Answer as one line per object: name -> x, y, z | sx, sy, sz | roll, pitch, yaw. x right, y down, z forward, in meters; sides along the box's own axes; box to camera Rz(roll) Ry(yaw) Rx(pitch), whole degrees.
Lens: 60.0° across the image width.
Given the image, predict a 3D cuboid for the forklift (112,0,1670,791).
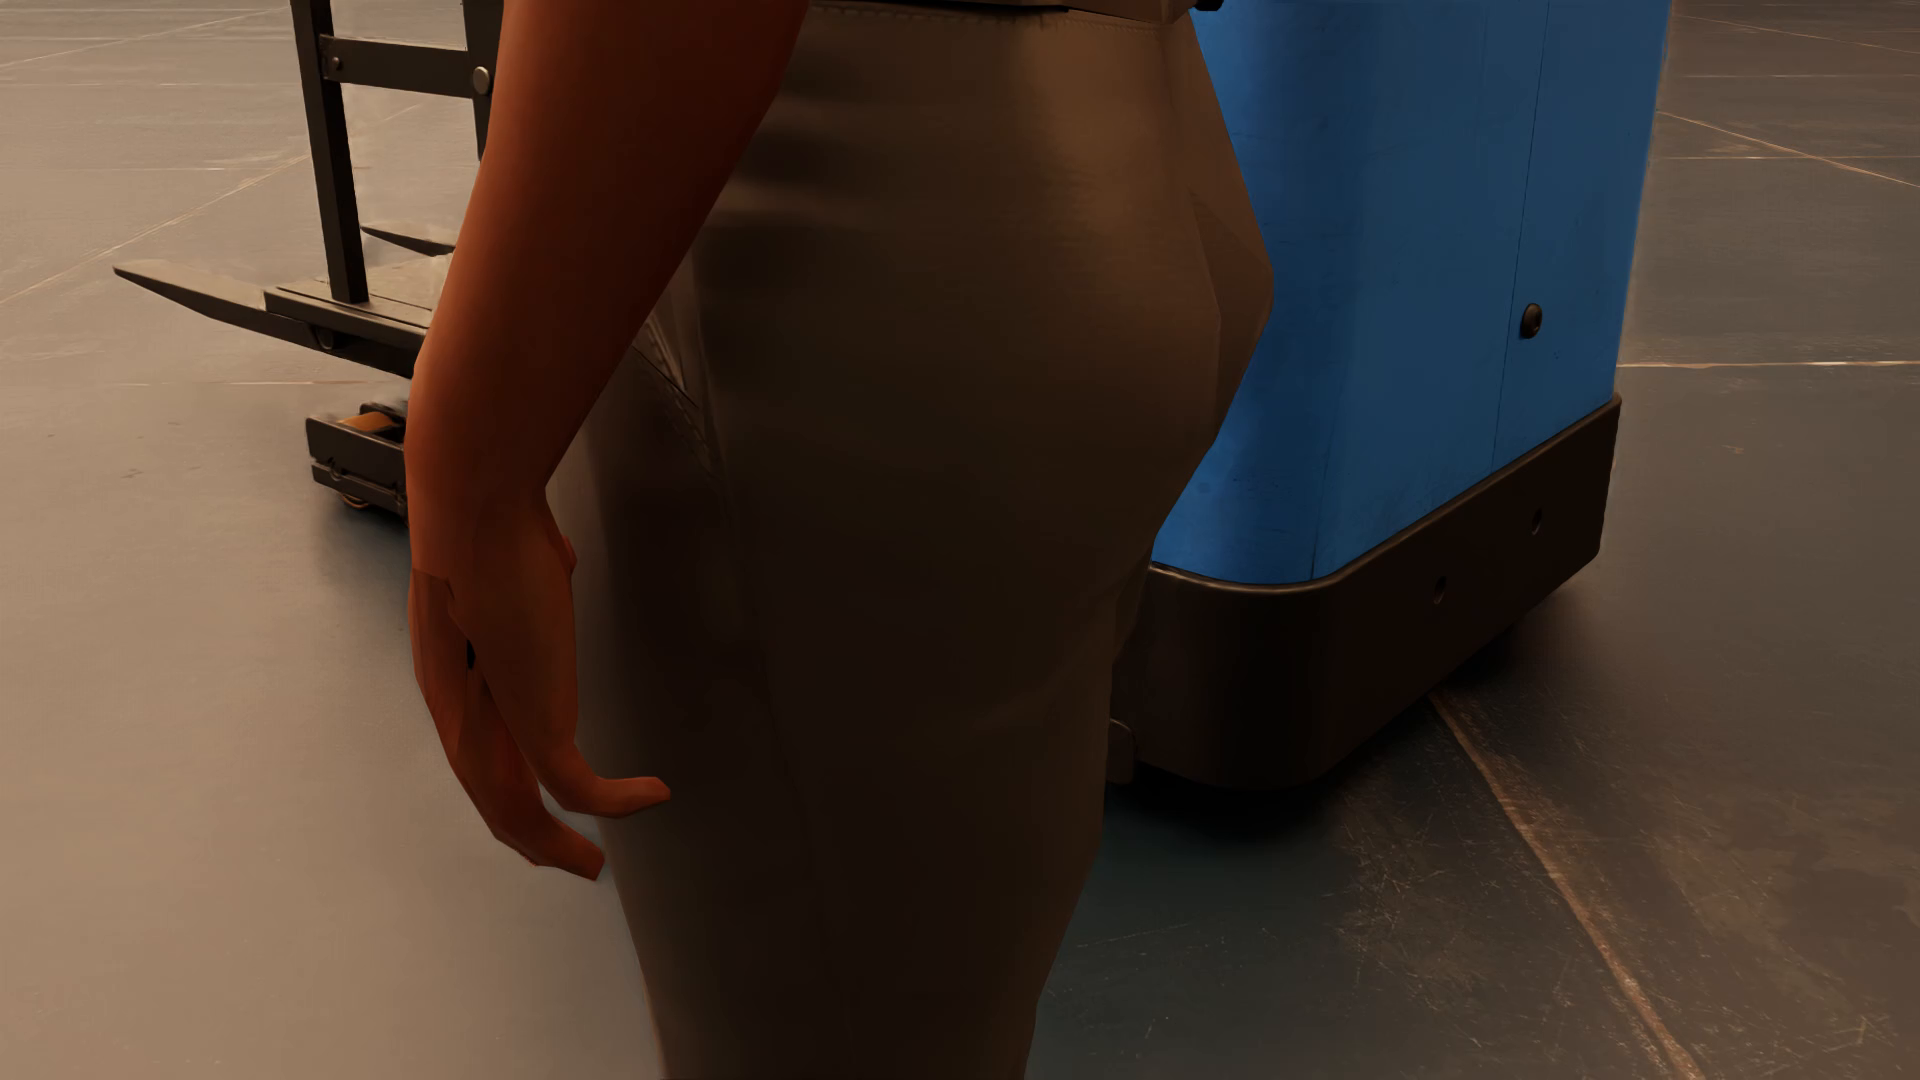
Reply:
forklift -> -0.493, -1.504, 2.557 | 3.031, 2.935, 1.130 | 17, 27, 36
